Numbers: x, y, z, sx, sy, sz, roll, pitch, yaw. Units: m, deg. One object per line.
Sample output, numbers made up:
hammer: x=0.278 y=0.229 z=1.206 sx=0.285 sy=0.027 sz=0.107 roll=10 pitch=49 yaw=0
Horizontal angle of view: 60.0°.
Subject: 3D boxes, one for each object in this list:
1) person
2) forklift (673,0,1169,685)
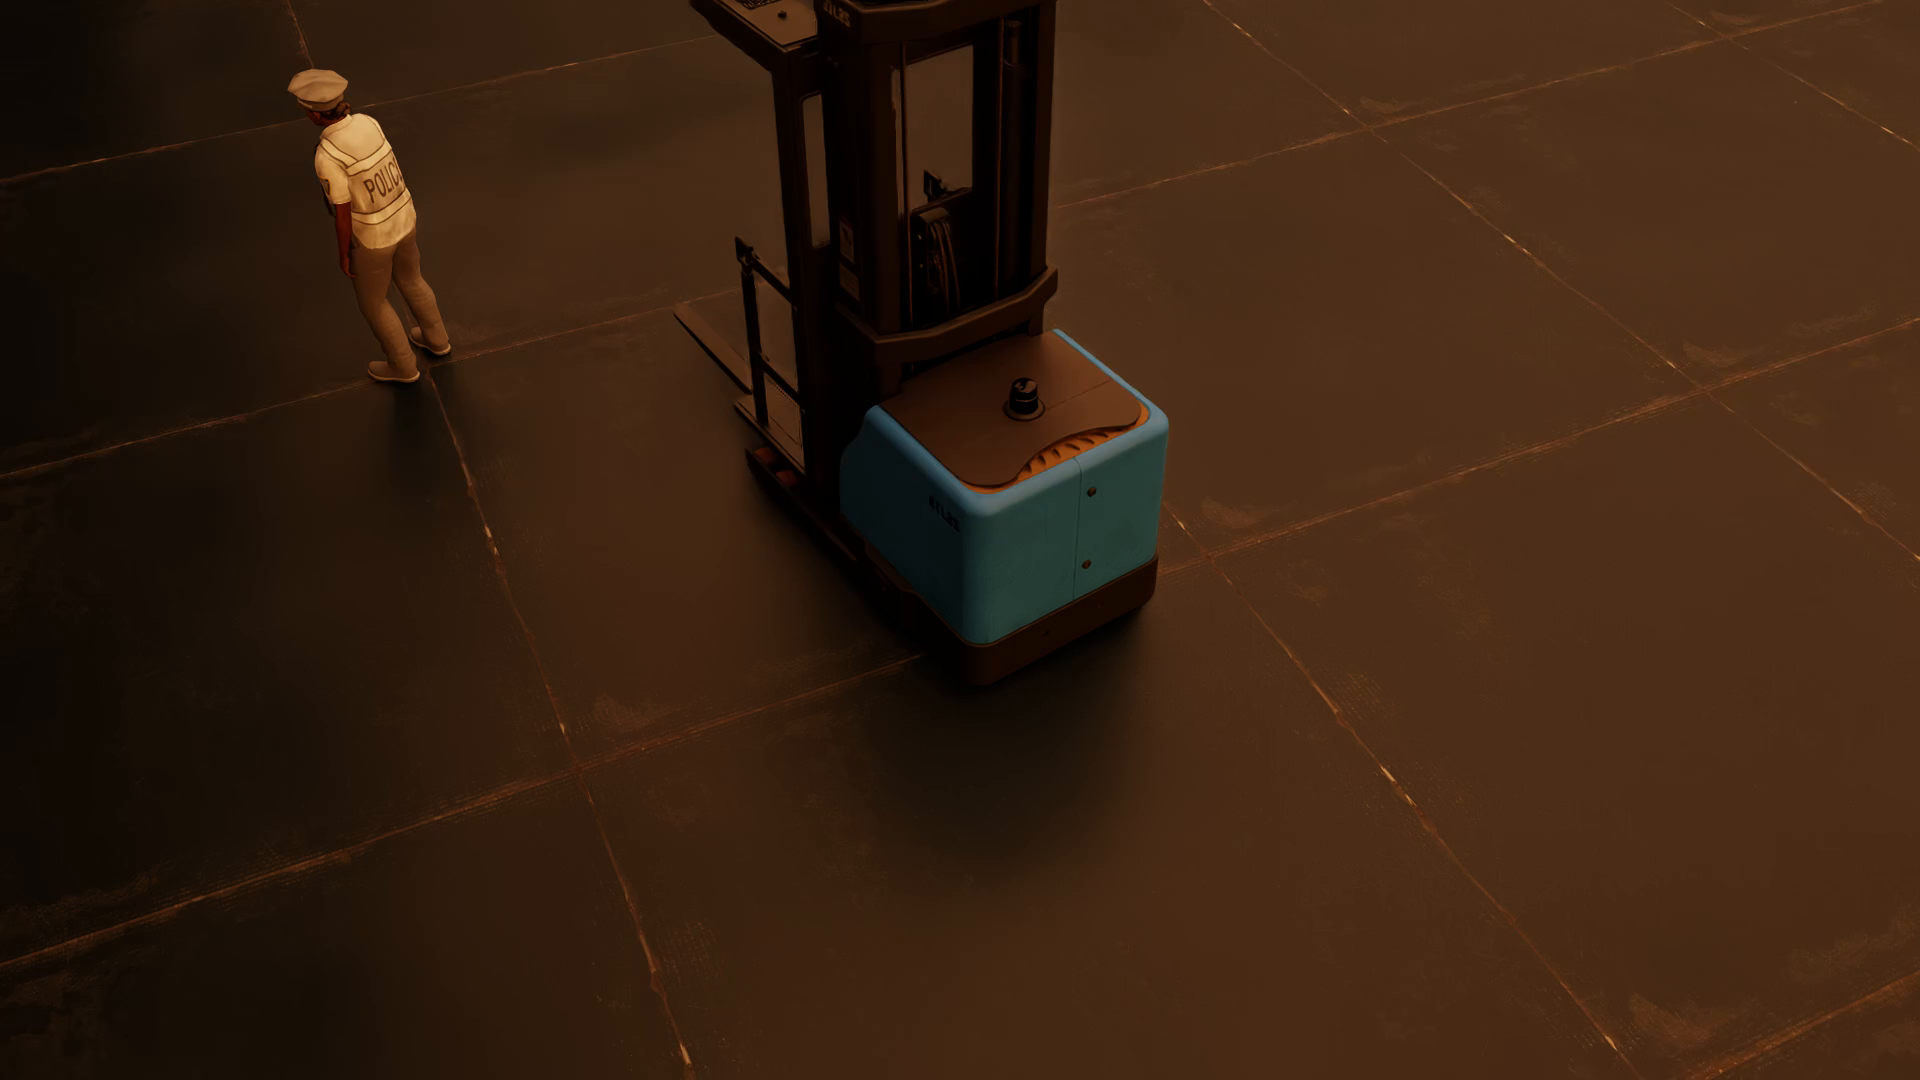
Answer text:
person: x=-2.904 y=-1.536 z=8.259 sx=0.398 sy=1.660 sz=0.530 roll=16 pitch=45 yaw=17
forklift: x=-0.383 y=-1.423 z=7.205 sx=1.130 sy=2.935 sz=3.031 roll=-26 pitch=49 yaw=-25
